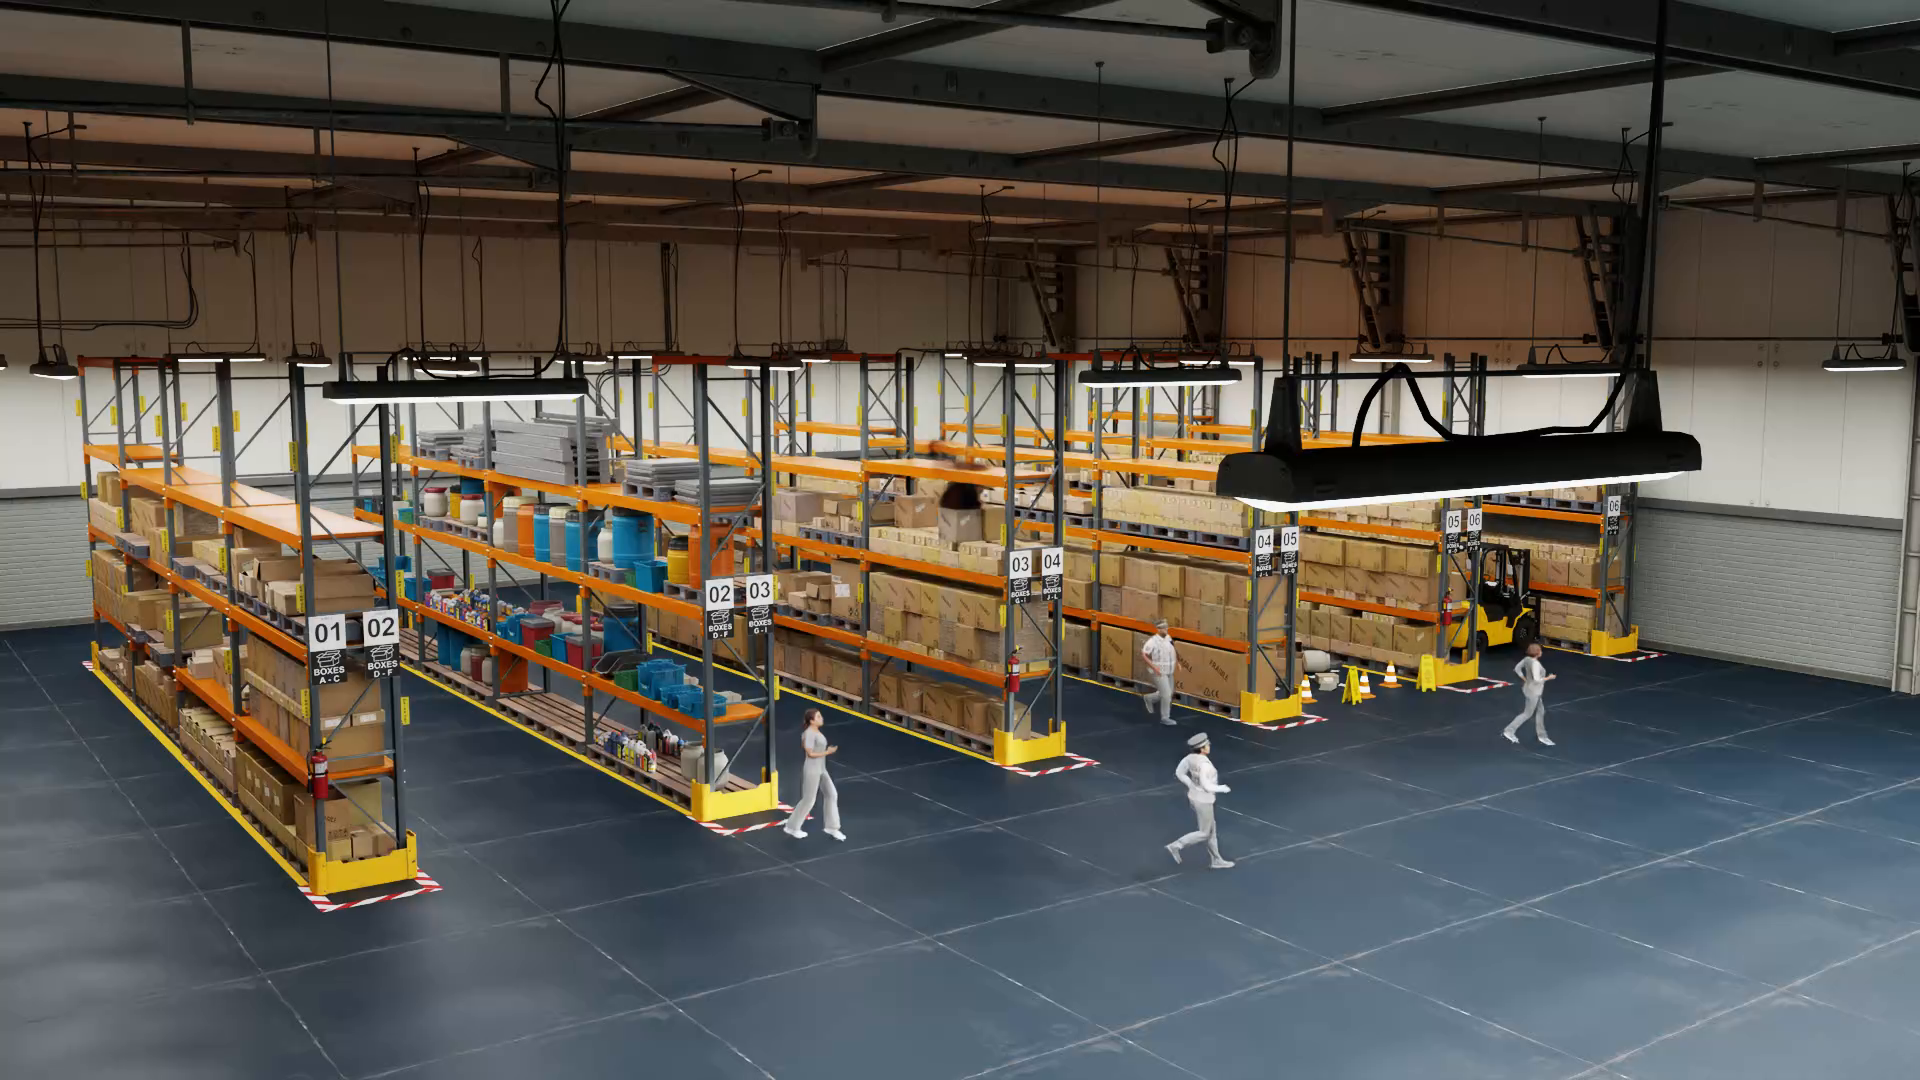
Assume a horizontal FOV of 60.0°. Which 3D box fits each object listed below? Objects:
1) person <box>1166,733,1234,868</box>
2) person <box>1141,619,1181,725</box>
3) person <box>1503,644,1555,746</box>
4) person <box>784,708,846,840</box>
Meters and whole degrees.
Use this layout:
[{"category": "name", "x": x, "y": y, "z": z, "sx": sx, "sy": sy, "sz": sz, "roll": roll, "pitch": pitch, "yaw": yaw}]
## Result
[{"category": "person", "x": 2.846, "y": 3.103, "z": 19.729, "sx": 0.890, "sy": 1.669, "sz": 0.618, "roll": -2, "pitch": 7, "yaw": -15}, {"category": "person", "x": 3.285, "y": 2.142, "z": 27.404, "sx": 0.699, "sy": 1.738, "sz": 0.792, "roll": -6, "pitch": 9, "yaw": -42}, {"category": "person", "x": 8.850, "y": 2.403, "z": 25.766, "sx": 0.805, "sy": 1.621, "sz": 0.531, "roll": 1, "pitch": 7, "yaw": 8}, {"category": "person", "x": -1.836, "y": 2.964, "z": 20.930, "sx": 0.760, "sy": 1.724, "sz": 0.567, "roll": 1, "pitch": 7, "yaw": 8}]
